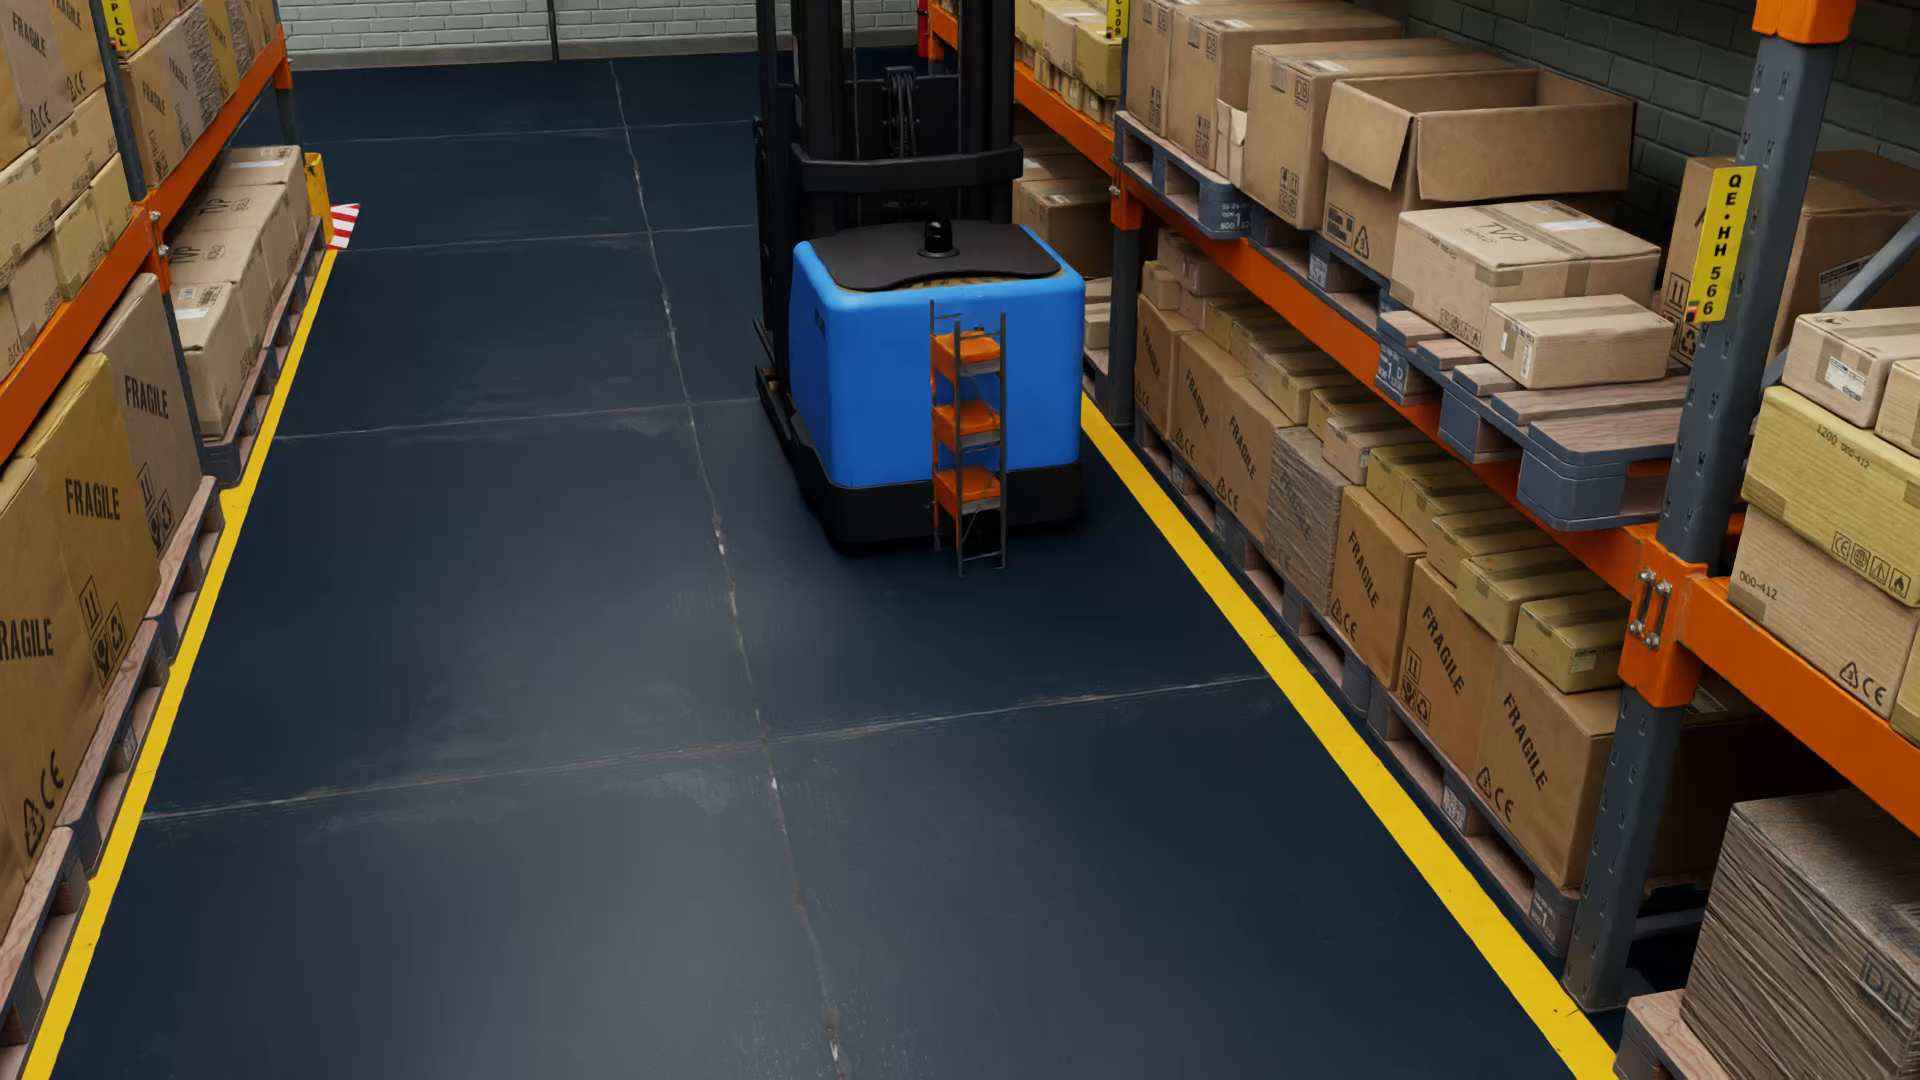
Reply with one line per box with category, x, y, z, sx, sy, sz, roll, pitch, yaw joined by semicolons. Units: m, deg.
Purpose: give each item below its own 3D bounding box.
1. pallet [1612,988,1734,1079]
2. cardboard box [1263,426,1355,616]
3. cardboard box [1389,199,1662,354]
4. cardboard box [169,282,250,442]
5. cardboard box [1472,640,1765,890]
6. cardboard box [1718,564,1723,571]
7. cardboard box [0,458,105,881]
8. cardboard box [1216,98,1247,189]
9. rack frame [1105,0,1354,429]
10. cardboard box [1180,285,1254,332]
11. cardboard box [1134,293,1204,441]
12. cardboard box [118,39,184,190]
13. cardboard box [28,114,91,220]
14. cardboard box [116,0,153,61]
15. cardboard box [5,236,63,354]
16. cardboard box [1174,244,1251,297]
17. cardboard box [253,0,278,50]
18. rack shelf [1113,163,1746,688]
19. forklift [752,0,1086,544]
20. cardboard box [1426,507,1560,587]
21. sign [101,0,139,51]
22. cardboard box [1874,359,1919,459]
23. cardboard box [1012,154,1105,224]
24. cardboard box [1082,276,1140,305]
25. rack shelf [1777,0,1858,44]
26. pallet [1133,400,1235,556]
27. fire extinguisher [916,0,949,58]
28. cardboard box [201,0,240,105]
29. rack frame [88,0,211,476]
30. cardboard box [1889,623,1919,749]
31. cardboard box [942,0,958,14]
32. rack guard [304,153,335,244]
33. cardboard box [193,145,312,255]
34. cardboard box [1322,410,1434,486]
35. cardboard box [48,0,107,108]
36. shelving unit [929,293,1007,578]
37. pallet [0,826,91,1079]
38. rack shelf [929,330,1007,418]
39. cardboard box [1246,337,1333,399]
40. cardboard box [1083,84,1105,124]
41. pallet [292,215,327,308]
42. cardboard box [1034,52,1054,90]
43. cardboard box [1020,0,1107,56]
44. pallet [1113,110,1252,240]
pallet;2.240;1.427;3.688;1.003;0.211;1.213;-6;27;-12
cardboard box;1.430;-0.095;5.917;0.500;0.500;0.500;-7;28;-13
cardboard box;1.540;-0.734;4.575;0.500;0.250;0.500;-7;28;-14
cardboard box;-3.681;-0.763;7.311;0.875;0.438;0.875;-6;27;-12
cardboard box;1.788;0.582;4.577;0.500;0.500;0.500;-5;27;-10
cardboard box;2.245;0.076;4.859;0.380;0.149;0.250;-5;27;-10
cardboard box;-3.014;0.380;4.560;0.875;0.875;0.875;-6;27;-11
cardboard box;1.131;-1.418;5.913;0.396;0.266;0.258;-5;27;-9
rack frame;1.191;-1.939;7.262;1.000;3.000;0.127;-6;27;-12
cardboard box;1.151;-1.002;6.994;0.380;0.149;0.250;-7;28;-13
cardboard box;1.081;-0.775;7.265;0.500;0.500;0.500;-5;27;-9
cardboard box;-3.494;-1.710;6.699;0.500;0.500;0.500;-5;27;-10
cardboard box;-3.188;-1.202;5.414;0.500;0.250;0.500;-5;27;-10
cardboard box;-3.515;-2.158;6.476;0.500;0.500;0.500;-6;27;-11
cardboard box;-3.088;-0.748;5.069;0.500;0.250;0.500;-7;28;-13
cardboard box;1.118;-1.139;6.936;0.380;0.149;0.250;-7;28;-14
cardboard box;-4.179;-3.049;9.351;0.500;0.500;0.500;-6;27;-11
rack shelf;1.642;-0.740;5.685;1.077;0.370;4.000;-6;27;-12
forklift;-0.369;-1.939;7.338;1.130;2.935;3.031;-7;28;-13
cardboard box;1.627;0.028;4.954;0.380;0.149;0.250;-7;28;-13
sign;-3.117;-1.974;6.135;0.100;0.325;0.005;-6;27;-12
cardboard box;1.939;-0.230;3.046;0.380;0.149;0.250;-5;27;-10
cardboard box;0.512;-1.867;9.428;0.500;0.500;0.500;-5;27;-11
cardboard box;0.699;-1.277;8.520;0.396;0.266;0.258;-5;27;-10
rack shelf;2.544;-0.323;1.530;1.077;0.370;4.000;-6;27;-12
pallet;1.412;-0.341;7.191;1.003;0.211;1.213;-6;27;-12
fire extinguisher;-0.193;-3.512;10.878;0.296;0.674;0.183;-6;27;-12
cardboard box;-3.826;-2.377;8.019;0.500;0.500;0.500;-5;27;-10
rack frame;-3.644;-1.433;6.261;1.000;3.000;0.127;-6;27;-12
cardboard box;2.063;0.325;2.944;0.500;0.250;0.500;-7;28;-13
cardboard box;0.097;-3.411;10.457;0.380;0.149;0.250;-6;27;-12
rack guard;-4.551;-2.084;10.324;1.175;0.500;0.348;-6;27;-12
cardboard box;-4.299;-1.953;9.668;0.875;0.438;0.875;-7;28;-13
cardboard box;1.463;-0.320;5.643;0.380;0.149;0.250;-7;28;-14
cardboard box;-3.298;-1.754;5.675;0.500;0.500;0.500;-5;27;-10
shelving unit;0.033;-0.391;6.355;0.215;1.050;0.252;-11;29;-20
pallet;-2.847;1.214;4.111;1.003;0.211;1.213;-6;27;-12
rack shelf;0.030;-0.634;6.231;0.215;0.259;0.240;-11;29;-20
cardboard box;1.315;-0.658;6.313;0.380;0.149;0.250;-6;27;-12
cardboard box;0.794;-2.053;7.768;0.380;0.149;0.250;-5;27;-10
pallet;-4.289;-1.601;9.688;1.003;0.211;1.213;-6;27;-12
cardboard box;0.594;-2.392;8.439;0.380;0.149;0.250;-6;27;-12
cardboard box;0.612;-2.642;8.492;0.500;0.250;0.500;-6;27;-12
pallet;1.265;-1.491;6.589;1.003;0.211;1.213;-6;27;-12
